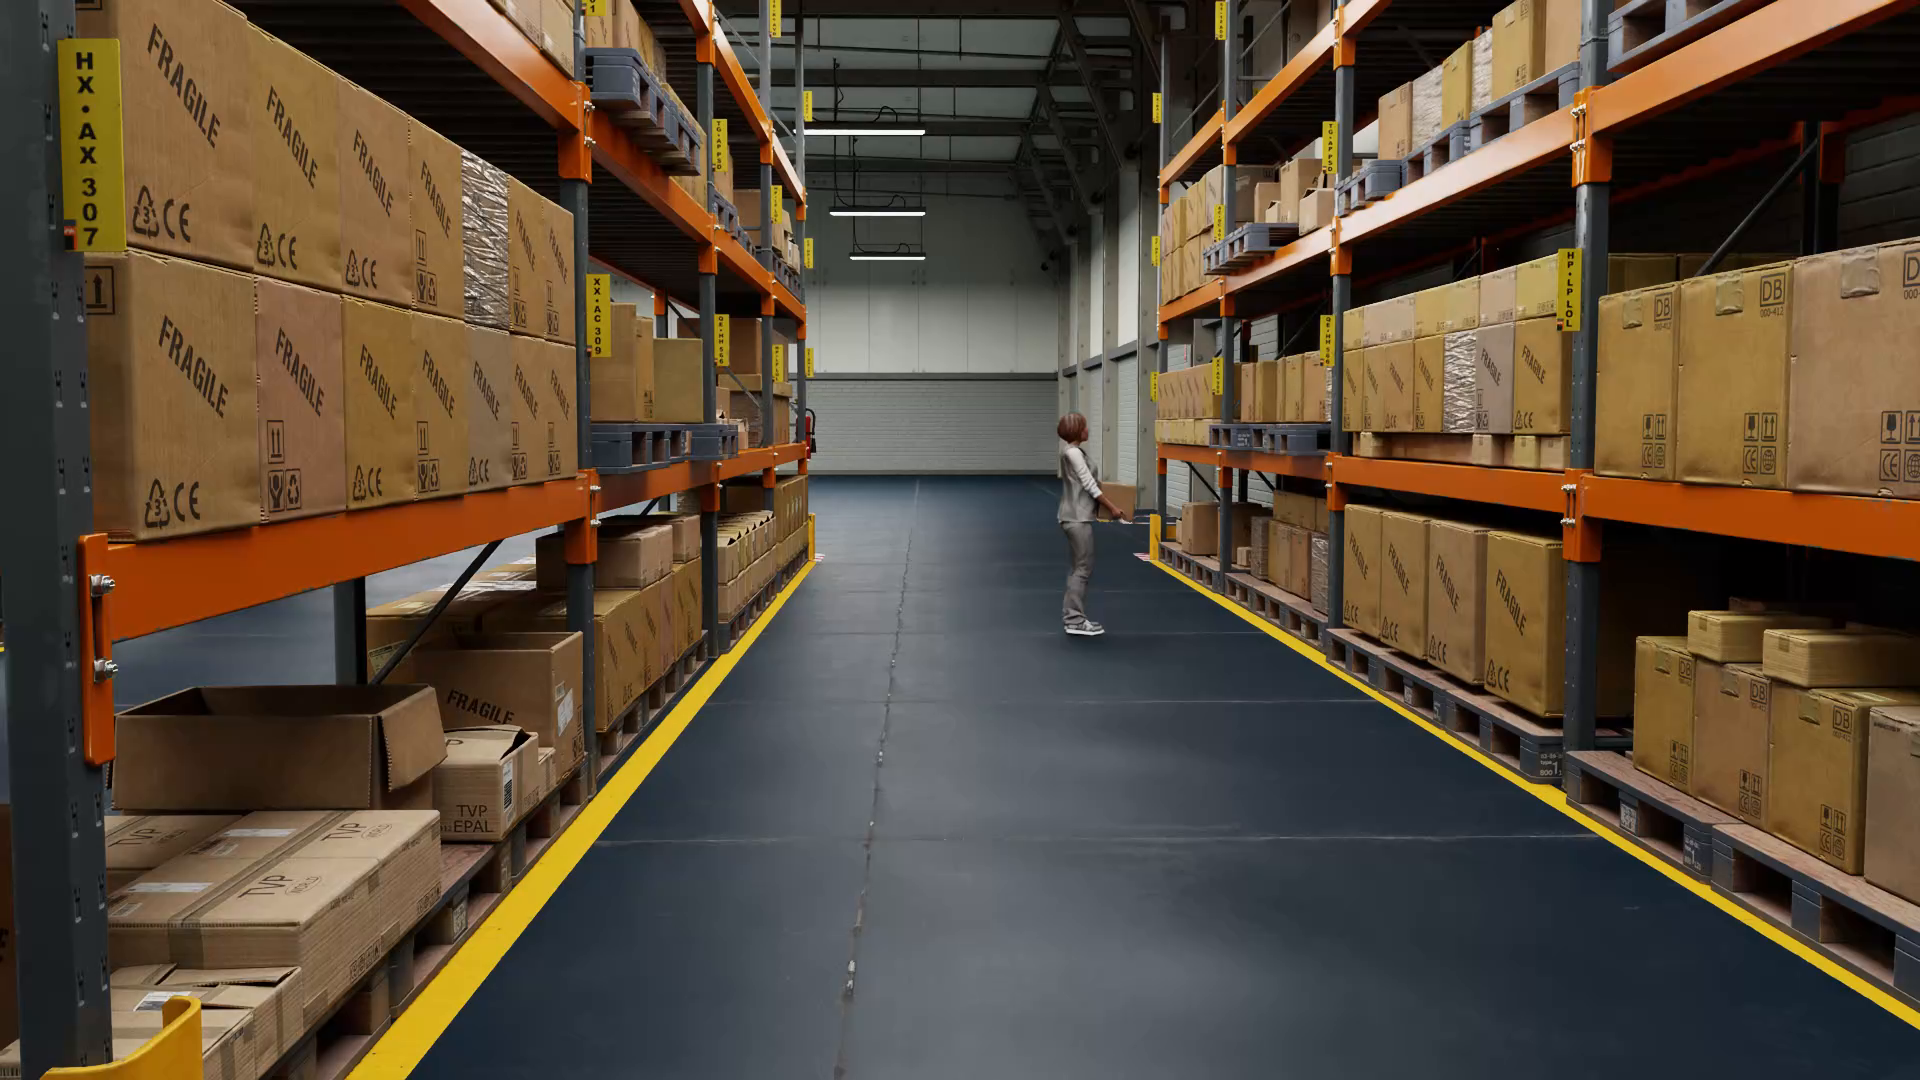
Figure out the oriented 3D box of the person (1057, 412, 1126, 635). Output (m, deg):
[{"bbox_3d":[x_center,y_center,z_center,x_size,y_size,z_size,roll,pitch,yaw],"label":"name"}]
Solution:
[{"bbox_3d":[0.942,-0.112,12.001,0.486,1.573,0.412,0,4,-2],"label":"person"}]
